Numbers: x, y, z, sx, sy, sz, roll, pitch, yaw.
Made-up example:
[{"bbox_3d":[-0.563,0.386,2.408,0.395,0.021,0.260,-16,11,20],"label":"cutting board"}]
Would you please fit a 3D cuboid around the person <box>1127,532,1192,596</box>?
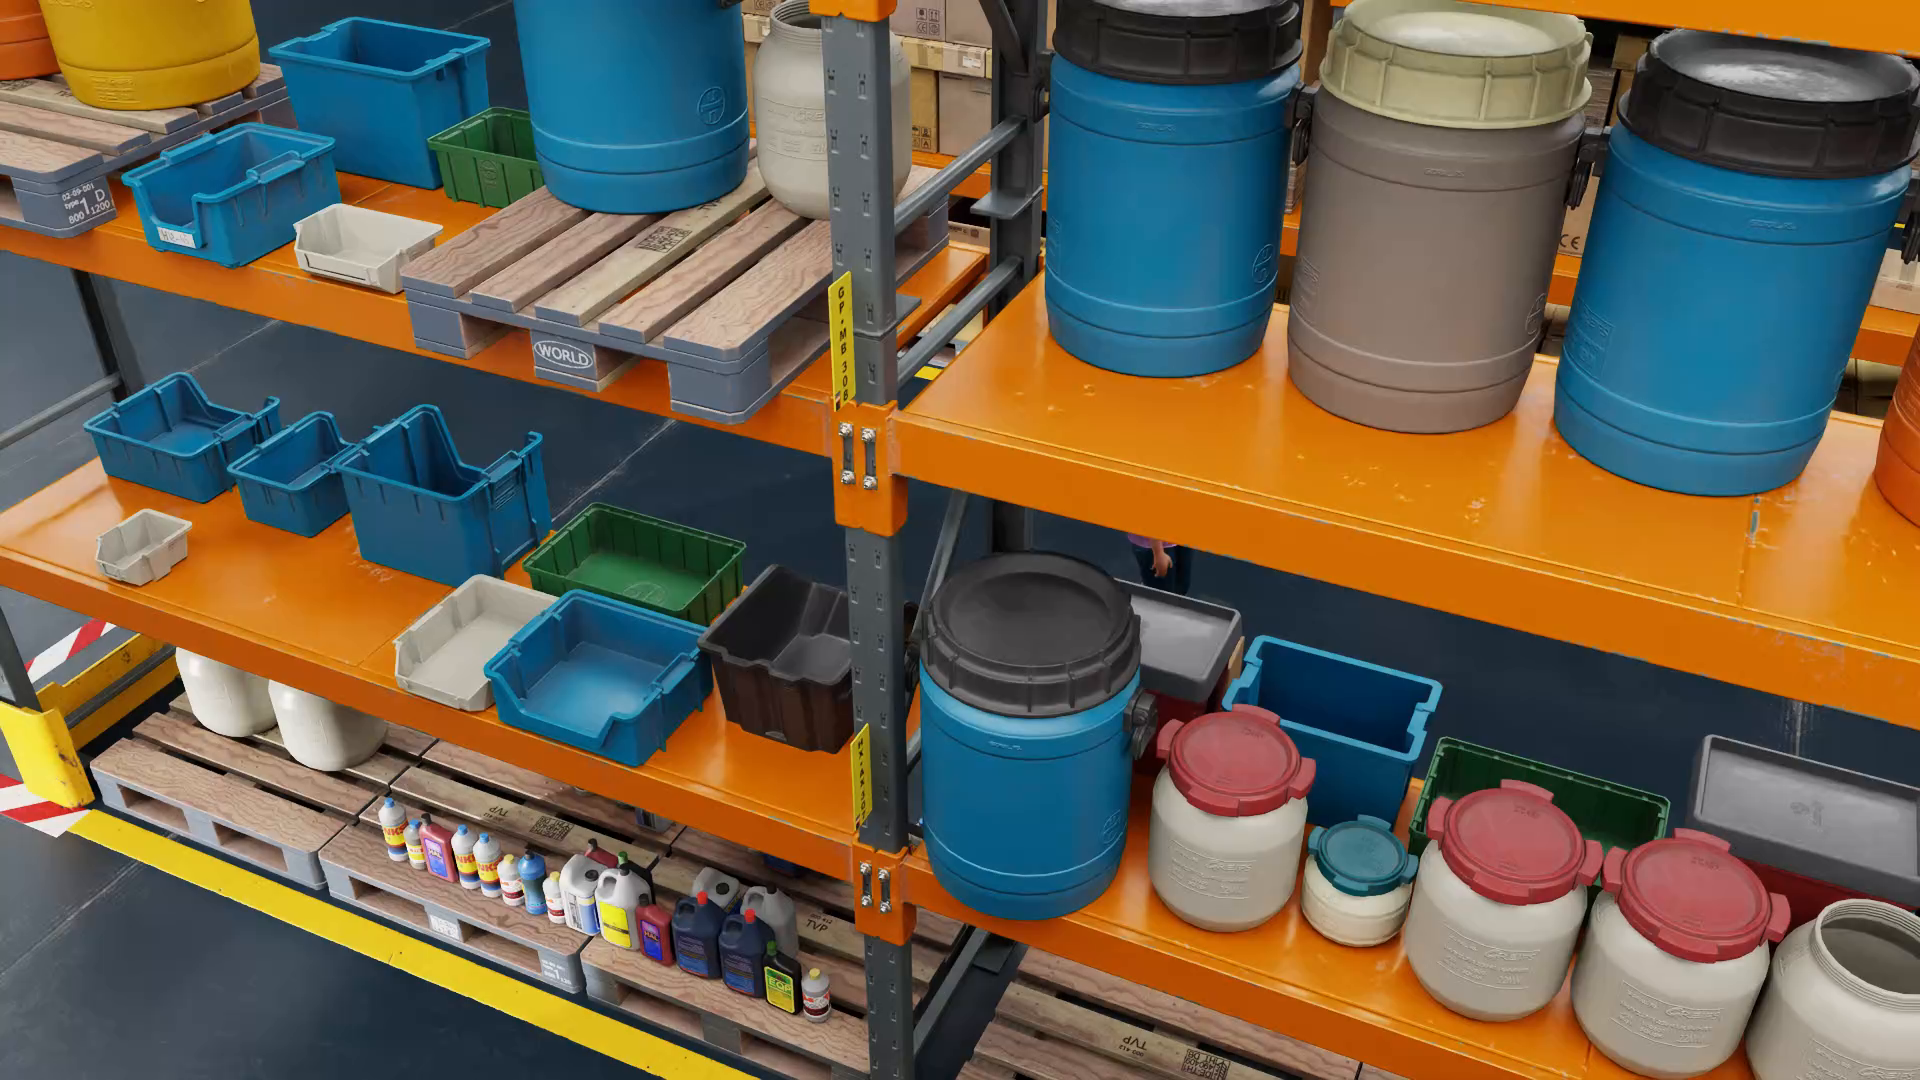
[{"bbox_3d":[0.899,-0.025,7.199,0.343,1.582,0.461,15,37,21],"label":"person"}]
